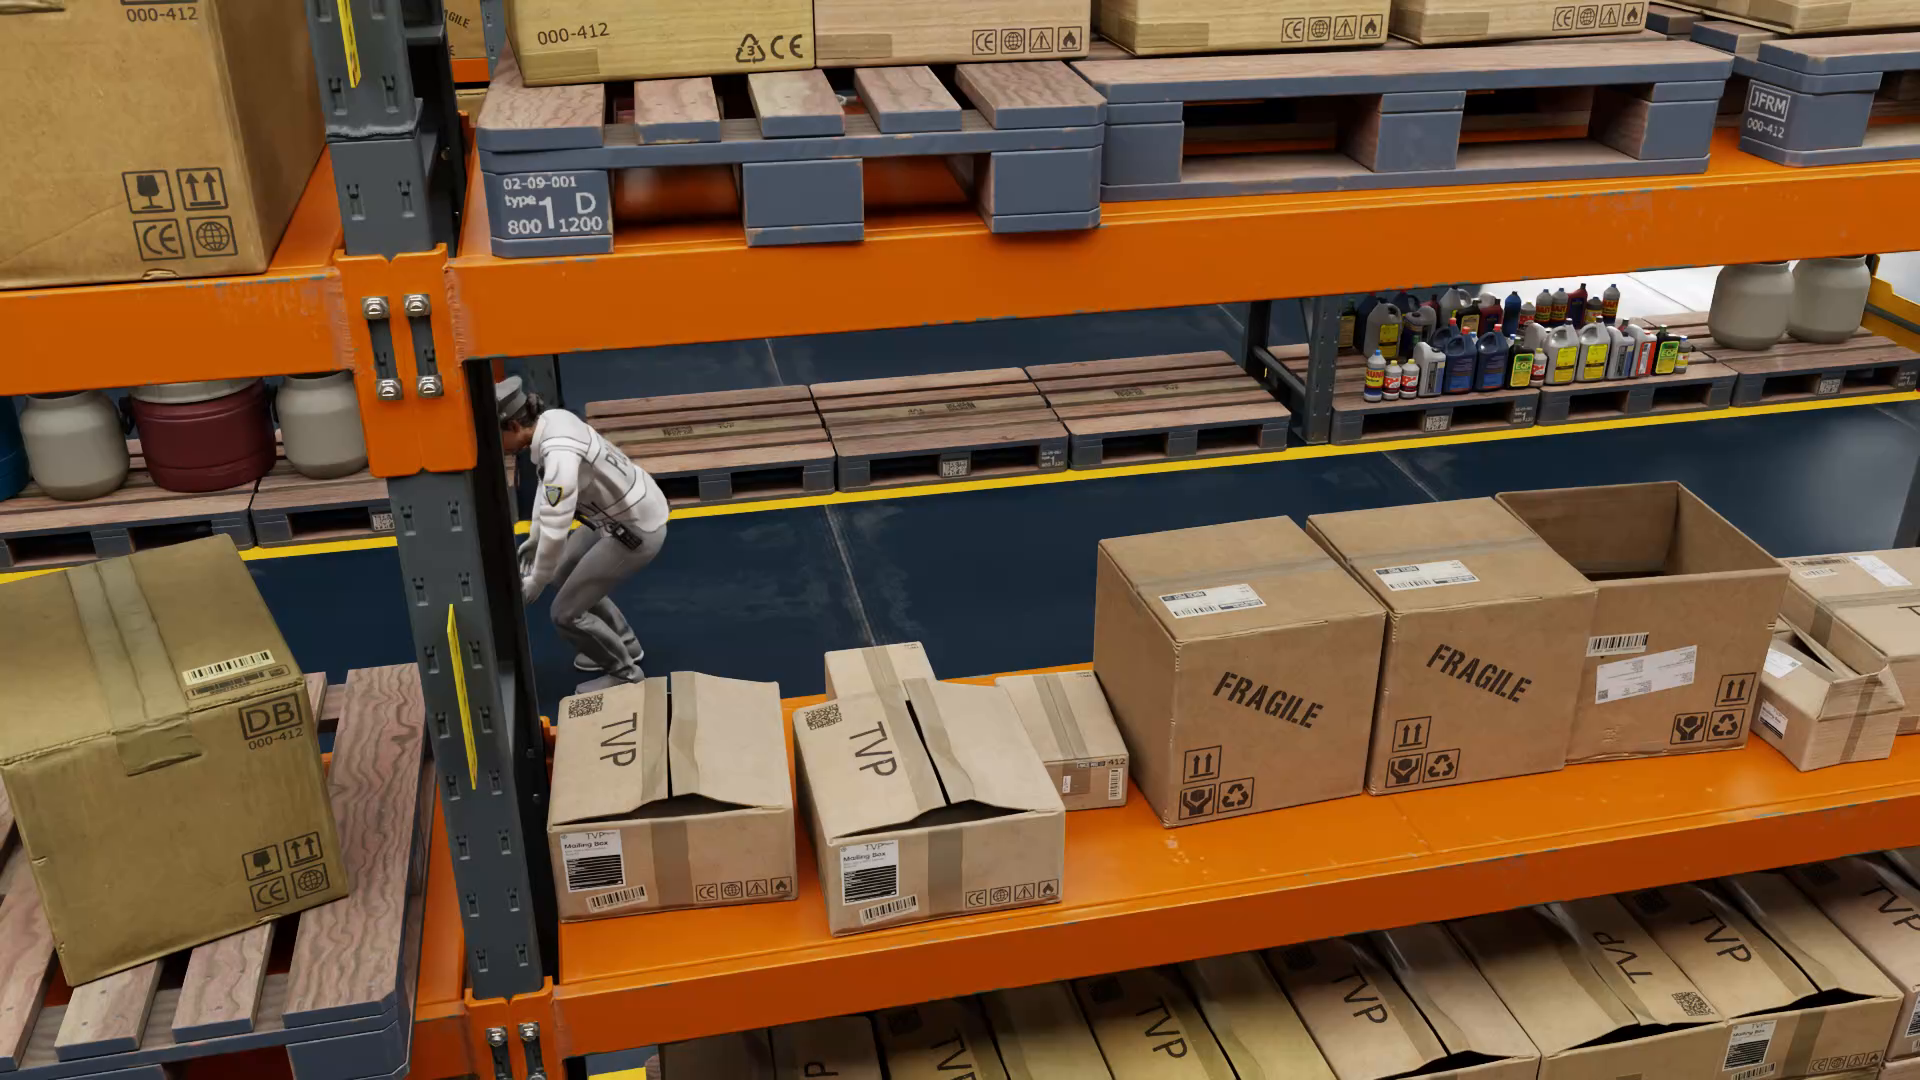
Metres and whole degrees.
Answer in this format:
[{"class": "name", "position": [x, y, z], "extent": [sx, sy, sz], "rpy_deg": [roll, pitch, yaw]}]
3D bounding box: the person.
[{"class": "person", "position": [-1.493, -0.006, 6.490], "extent": [0.723, 1.345, 0.535], "rpy_deg": [-6, 27, -11]}]
